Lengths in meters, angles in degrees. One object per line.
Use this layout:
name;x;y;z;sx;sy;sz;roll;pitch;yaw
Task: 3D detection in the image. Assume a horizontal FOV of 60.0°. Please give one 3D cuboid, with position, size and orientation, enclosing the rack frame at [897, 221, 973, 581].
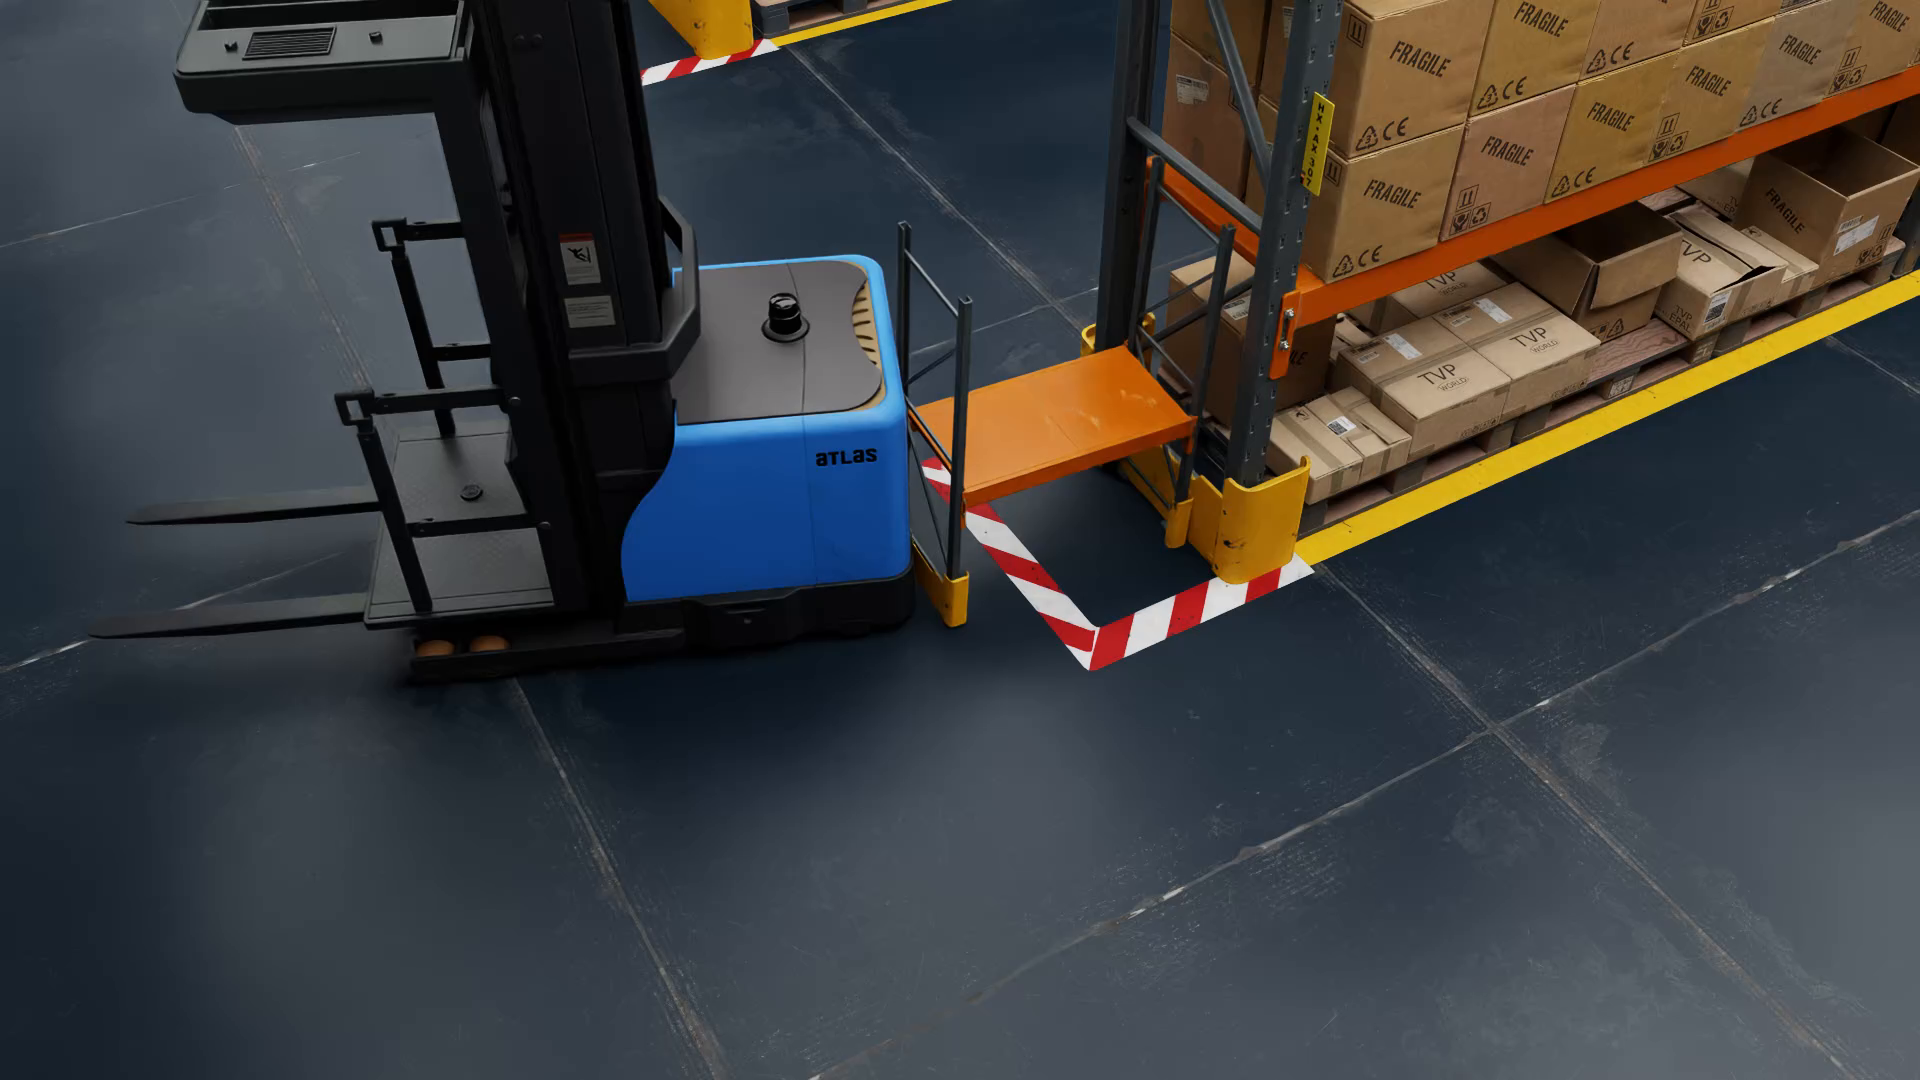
rack frame;-0.111;-0.391;6.027;0.032;1.500;0.500;-19;49;-20

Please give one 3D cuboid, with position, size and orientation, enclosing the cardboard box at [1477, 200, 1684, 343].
cardboard box;2.699;-1.264;7.375;0.637;0.503;0.797;-22;48;-21

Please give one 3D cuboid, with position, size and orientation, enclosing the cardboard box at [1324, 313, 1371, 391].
cardboard box;1.602;-0.834;7.174;0.250;0.166;0.380;-22;48;-21

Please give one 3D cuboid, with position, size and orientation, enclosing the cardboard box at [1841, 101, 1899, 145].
cardboard box;4.610;-2.262;8.406;0.500;0.500;0.500;-22;48;-21

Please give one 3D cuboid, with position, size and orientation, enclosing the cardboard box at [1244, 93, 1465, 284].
cardboard box;1.373;-1.300;5.864;0.500;0.500;0.500;-21;48;-20

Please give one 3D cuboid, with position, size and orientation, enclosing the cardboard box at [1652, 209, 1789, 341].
cardboard box;3.322;-1.221;7.469;0.500;0.311;0.500;-22;48;-21

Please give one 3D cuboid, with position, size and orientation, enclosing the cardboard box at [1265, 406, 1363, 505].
cardboard box;1.391;-0.342;6.679;0.250;0.149;0.380;-22;48;-21

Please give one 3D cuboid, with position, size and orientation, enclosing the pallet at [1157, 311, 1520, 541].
pallet;1.614;-0.572;7.188;1.213;0.211;1.003;-22;48;-21

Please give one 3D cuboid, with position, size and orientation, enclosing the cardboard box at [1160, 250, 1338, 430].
cardboard box;1.206;-0.867;6.969;0.500;0.500;0.500;-22;48;-21

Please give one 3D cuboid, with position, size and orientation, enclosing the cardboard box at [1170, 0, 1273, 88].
cardboard box;1.106;-1.984;5.851;0.500;0.500;0.500;-22;48;-21

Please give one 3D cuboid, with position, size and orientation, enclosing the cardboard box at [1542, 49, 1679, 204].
cardboard box;2.254;-1.654;6.229;0.500;0.500;0.500;-22;48;-21

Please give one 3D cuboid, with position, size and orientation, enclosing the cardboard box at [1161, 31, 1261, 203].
cardboard box;1.110;-1.625;6.199;0.500;0.500;0.500;-20;48;-20

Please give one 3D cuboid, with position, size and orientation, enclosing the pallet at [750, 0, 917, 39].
pallet;-0.873;-3.524;10.229;1.213;0.211;1.003;-22;48;-21

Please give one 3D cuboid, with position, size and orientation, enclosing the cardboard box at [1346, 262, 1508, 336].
cardboard box;2.044;-1.089;7.377;0.500;0.250;0.500;-22;48;-21

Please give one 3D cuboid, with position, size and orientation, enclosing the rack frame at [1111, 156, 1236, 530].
rack frame;0.794;-0.694;6.376;0.032;1.500;0.500;-19;49;-20

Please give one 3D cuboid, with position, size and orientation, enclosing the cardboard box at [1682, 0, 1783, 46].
cardboard box;2.699;-2.192;6.065;0.500;0.500;0.500;-22;48;-21

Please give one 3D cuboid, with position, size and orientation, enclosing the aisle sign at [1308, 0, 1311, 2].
aisle sign;0.944;-2.001;4.791;0.004;0.787;0.394;-22;48;-21

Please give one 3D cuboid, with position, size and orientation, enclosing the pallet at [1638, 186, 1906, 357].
pallet;3.729;-1.418;8.060;1.213;0.211;1.003;-22;48;-21

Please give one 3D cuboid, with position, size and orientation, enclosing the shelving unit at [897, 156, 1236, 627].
shelving unit;0.333;-0.540;6.198;1.083;1.500;0.587;-19;49;-20

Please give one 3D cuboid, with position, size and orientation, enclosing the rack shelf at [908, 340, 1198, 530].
rack shelf;0.335;-0.415;6.328;1.000;0.185;0.538;-19;49;-20

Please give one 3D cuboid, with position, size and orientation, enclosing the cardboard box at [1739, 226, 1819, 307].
cardboard box;3.677;-1.256;7.622;0.250;0.149;0.380;-22;48;-21

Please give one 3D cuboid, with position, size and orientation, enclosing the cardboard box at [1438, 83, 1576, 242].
cardboard box;1.818;-1.482;6.051;0.500;0.500;0.500;-22;48;-21

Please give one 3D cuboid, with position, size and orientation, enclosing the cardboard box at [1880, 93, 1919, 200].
cardboard box;4.866;-1.938;8.073;0.500;0.500;0.500;-24;49;-23

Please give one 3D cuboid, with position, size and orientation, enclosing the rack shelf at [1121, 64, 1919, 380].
rack shelf;2.591;-1.705;6.869;4.000;0.370;1.077;-22;48;-21

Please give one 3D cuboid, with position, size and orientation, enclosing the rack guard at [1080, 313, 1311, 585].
rack guard;0.923;-0.398;6.802;0.348;0.500;1.175;-22;48;-21

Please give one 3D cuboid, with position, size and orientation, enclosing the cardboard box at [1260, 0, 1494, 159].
cardboard box;1.373;-1.659;5.515;0.500;0.500;0.500;-20;48;-20

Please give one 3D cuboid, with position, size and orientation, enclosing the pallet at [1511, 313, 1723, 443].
pallet;2.670;-0.992;7.621;1.213;0.211;1.003;-22;48;-21

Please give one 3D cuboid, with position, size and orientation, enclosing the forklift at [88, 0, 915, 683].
forklift;-1.729;-0.913;5.587;3.031;2.935;1.130;-5;44;-5

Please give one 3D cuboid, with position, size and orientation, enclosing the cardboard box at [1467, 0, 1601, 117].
cardboard box;1.823;-1.844;5.707;0.500;0.500;0.500;-21;48;-21

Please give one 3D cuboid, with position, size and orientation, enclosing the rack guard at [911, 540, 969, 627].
rack guard;-0.132;0.051;6.469;0.087;0.250;0.587;-19;49;-20

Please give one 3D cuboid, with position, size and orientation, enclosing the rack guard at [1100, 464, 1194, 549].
rack guard;0.755;-0.246;6.811;0.087;0.250;0.587;-19;49;-20

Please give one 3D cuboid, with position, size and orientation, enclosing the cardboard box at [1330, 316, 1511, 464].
cardboard box;1.903;-0.631;6.905;0.500;0.250;0.500;-22;48;-21

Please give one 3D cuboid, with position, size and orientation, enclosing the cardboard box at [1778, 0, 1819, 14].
cardboard box;3.136;-2.366;6.244;0.500;0.500;0.500;-21;48;-21

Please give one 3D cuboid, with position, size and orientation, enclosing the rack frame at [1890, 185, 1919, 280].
rack frame;4.325;-2.657;7.334;0.127;3.000;1.000;-22;48;-21

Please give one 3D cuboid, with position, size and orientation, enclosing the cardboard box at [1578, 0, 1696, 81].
cardboard box;2.259;-2.015;5.883;0.500;0.500;0.500;-21;48;-20

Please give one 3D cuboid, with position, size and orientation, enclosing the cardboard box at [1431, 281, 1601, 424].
cardboard box;2.337;-0.805;7.084;0.500;0.250;0.500;-22;48;-21

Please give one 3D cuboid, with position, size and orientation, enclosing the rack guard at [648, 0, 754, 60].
rack guard;-1.622;-3.348;9.841;0.348;0.500;1.175;-22;48;-21

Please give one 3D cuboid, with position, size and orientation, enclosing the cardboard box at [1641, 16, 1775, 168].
cardboard box;2.689;-1.827;6.407;0.500;0.500;0.500;-21;48;-20

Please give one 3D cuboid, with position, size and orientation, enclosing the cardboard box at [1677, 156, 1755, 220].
cardboard box;3.854;-1.835;8.102;0.500;0.311;0.500;-22;48;-21

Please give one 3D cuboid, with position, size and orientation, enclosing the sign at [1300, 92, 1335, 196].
sign;1.127;-1.252;5.265;0.005;0.325;0.100;-22;48;-21

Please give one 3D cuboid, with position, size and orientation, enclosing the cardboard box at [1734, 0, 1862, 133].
cardboard box;3.129;-2.005;6.590;0.500;0.500;0.500;-21;48;-20

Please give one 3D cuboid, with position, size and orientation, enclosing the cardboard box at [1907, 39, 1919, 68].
cardboard box;4.020;-2.364;6.961;0.500;0.500;0.500;-21;48;-20

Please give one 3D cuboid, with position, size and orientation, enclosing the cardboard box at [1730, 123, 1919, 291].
cardboard box;3.973;-1.549;7.671;0.500;0.500;0.500;-22;48;-21

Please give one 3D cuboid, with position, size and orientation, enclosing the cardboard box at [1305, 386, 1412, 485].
cardboard box;1.608;-0.435;6.763;0.250;0.166;0.380;-22;48;-21

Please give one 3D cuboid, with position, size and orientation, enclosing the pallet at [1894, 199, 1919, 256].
pallet;5.012;-1.961;8.619;1.213;0.211;1.003;-22;48;-21

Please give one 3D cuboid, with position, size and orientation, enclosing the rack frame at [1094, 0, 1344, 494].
rack frame;0.857;-1.269;5.904;0.127;3.000;1.000;-22;48;-21

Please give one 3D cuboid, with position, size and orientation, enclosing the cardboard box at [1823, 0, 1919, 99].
cardboard box;3.573;-2.185;6.776;0.500;0.500;0.500;-21;48;-20
